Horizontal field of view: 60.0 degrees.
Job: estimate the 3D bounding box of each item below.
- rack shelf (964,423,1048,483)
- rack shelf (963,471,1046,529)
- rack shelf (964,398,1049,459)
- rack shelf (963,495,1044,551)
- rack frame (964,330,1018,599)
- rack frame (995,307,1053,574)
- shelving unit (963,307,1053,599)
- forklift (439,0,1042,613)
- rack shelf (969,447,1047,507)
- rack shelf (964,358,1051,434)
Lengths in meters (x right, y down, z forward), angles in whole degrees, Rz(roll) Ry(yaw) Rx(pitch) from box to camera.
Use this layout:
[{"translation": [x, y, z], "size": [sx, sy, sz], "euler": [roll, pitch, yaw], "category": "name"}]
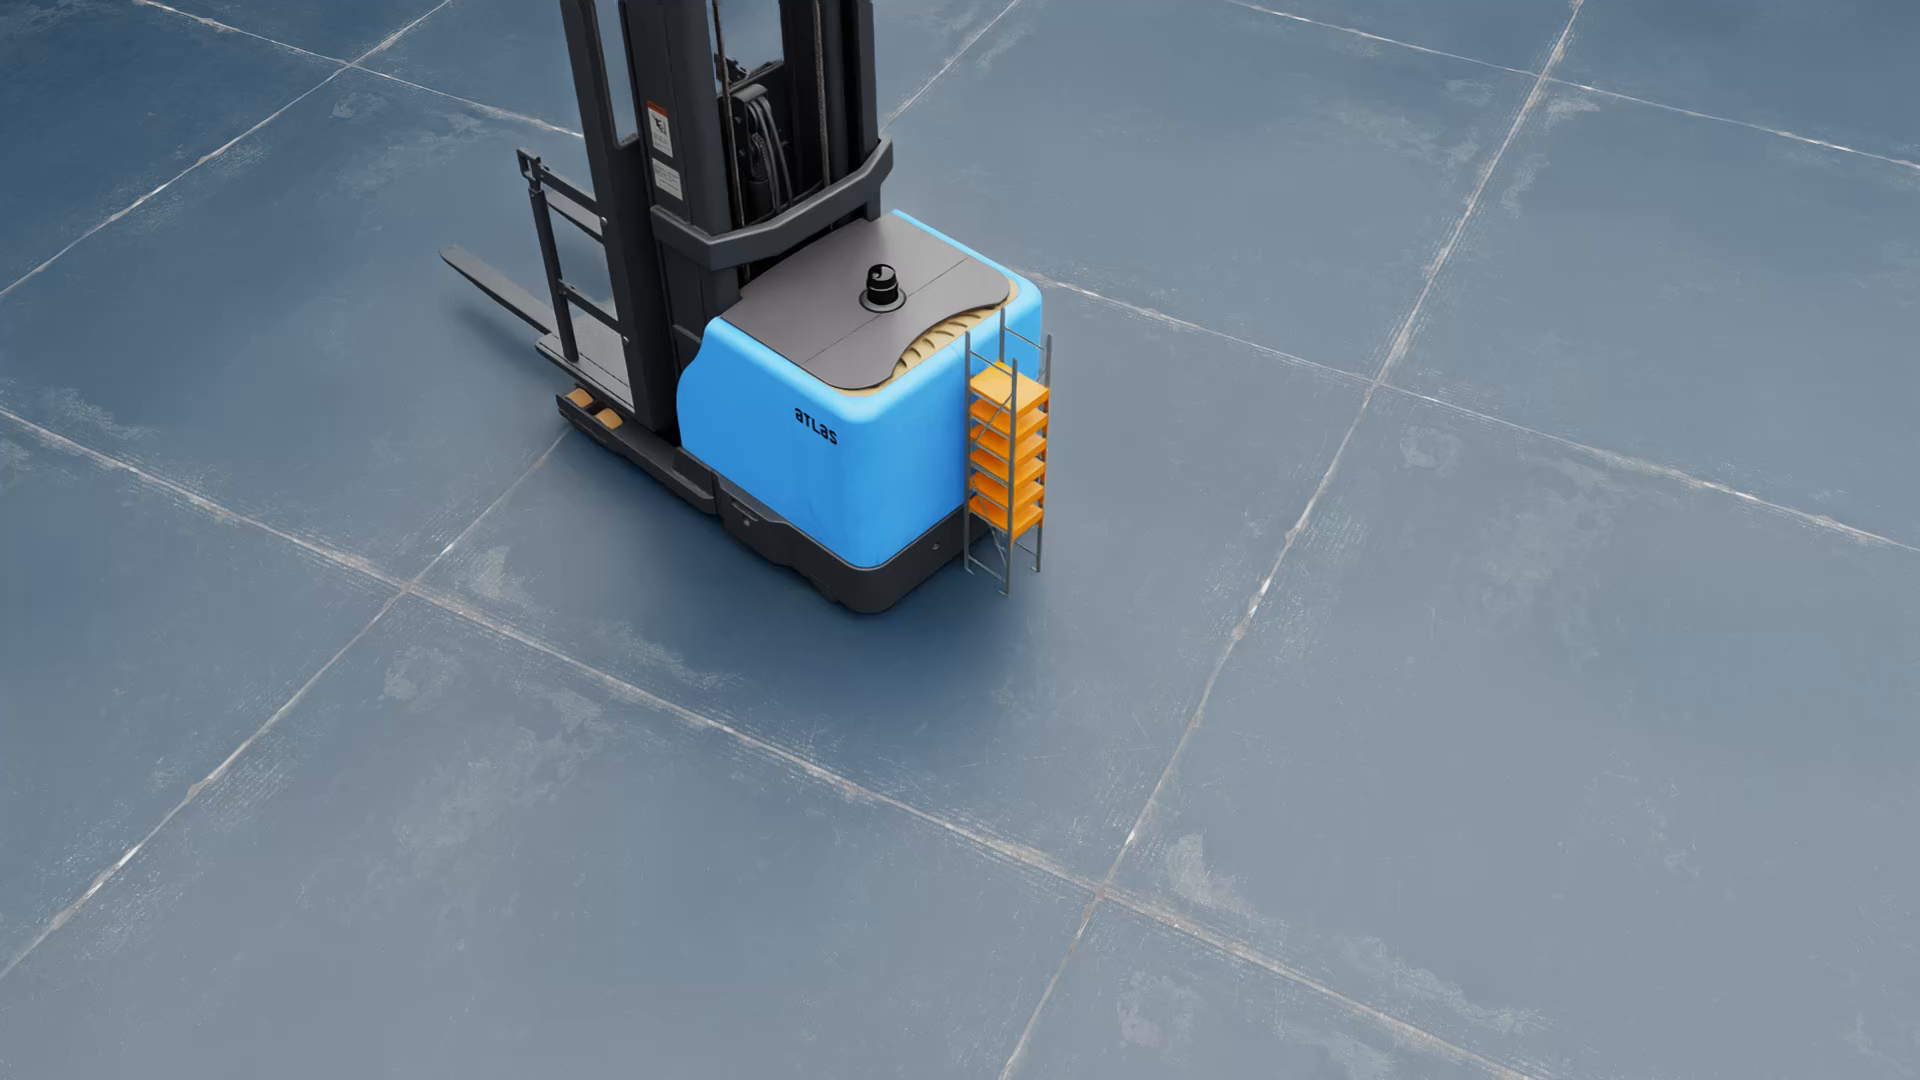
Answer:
[{"translation": [0.169, -0.351, 6.146], "size": [0.258, 0.103, 0.180], "euler": [33, 54, 28], "category": "rack shelf"}, {"translation": [0.168, -0.182, 6.317], "size": [0.258, 0.103, 0.180], "euler": [33, 54, 28], "category": "rack shelf"}, {"translation": [0.169, -0.435, 6.061], "size": [0.258, 0.103, 0.180], "euler": [33, 54, 28], "category": "rack shelf"}, {"translation": [0.168, -0.098, 6.403], "size": [0.258, 0.103, 0.180], "euler": [33, 54, 28], "category": "rack shelf"}, {"translation": [0.106, -0.250, 6.153], "size": [0.240, 1.200, 0.006], "euler": [33, 54, 28], "category": "rack frame"}, {"translation": [0.231, -0.345, 6.247], "size": [0.240, 1.200, 0.006], "euler": [33, 54, 28], "category": "rack frame"}, {"translation": [0.169, -0.298, 6.200], "size": [0.258, 1.200, 0.189], "euler": [33, 54, 28], "category": "shelving unit"}, {"translation": [-1.102, -1.671, 6.341], "size": [3.031, 2.935, 1.130], "euler": [33, 54, 28], "category": "forklift"}, {"translation": [0.169, -0.266, 6.232], "size": [0.258, 0.103, 0.180], "euler": [33, 54, 28], "category": "rack shelf"}, {"translation": [0.169, -0.519, 5.976], "size": [0.258, 0.103, 0.180], "euler": [33, 54, 28], "category": "rack shelf"}]
